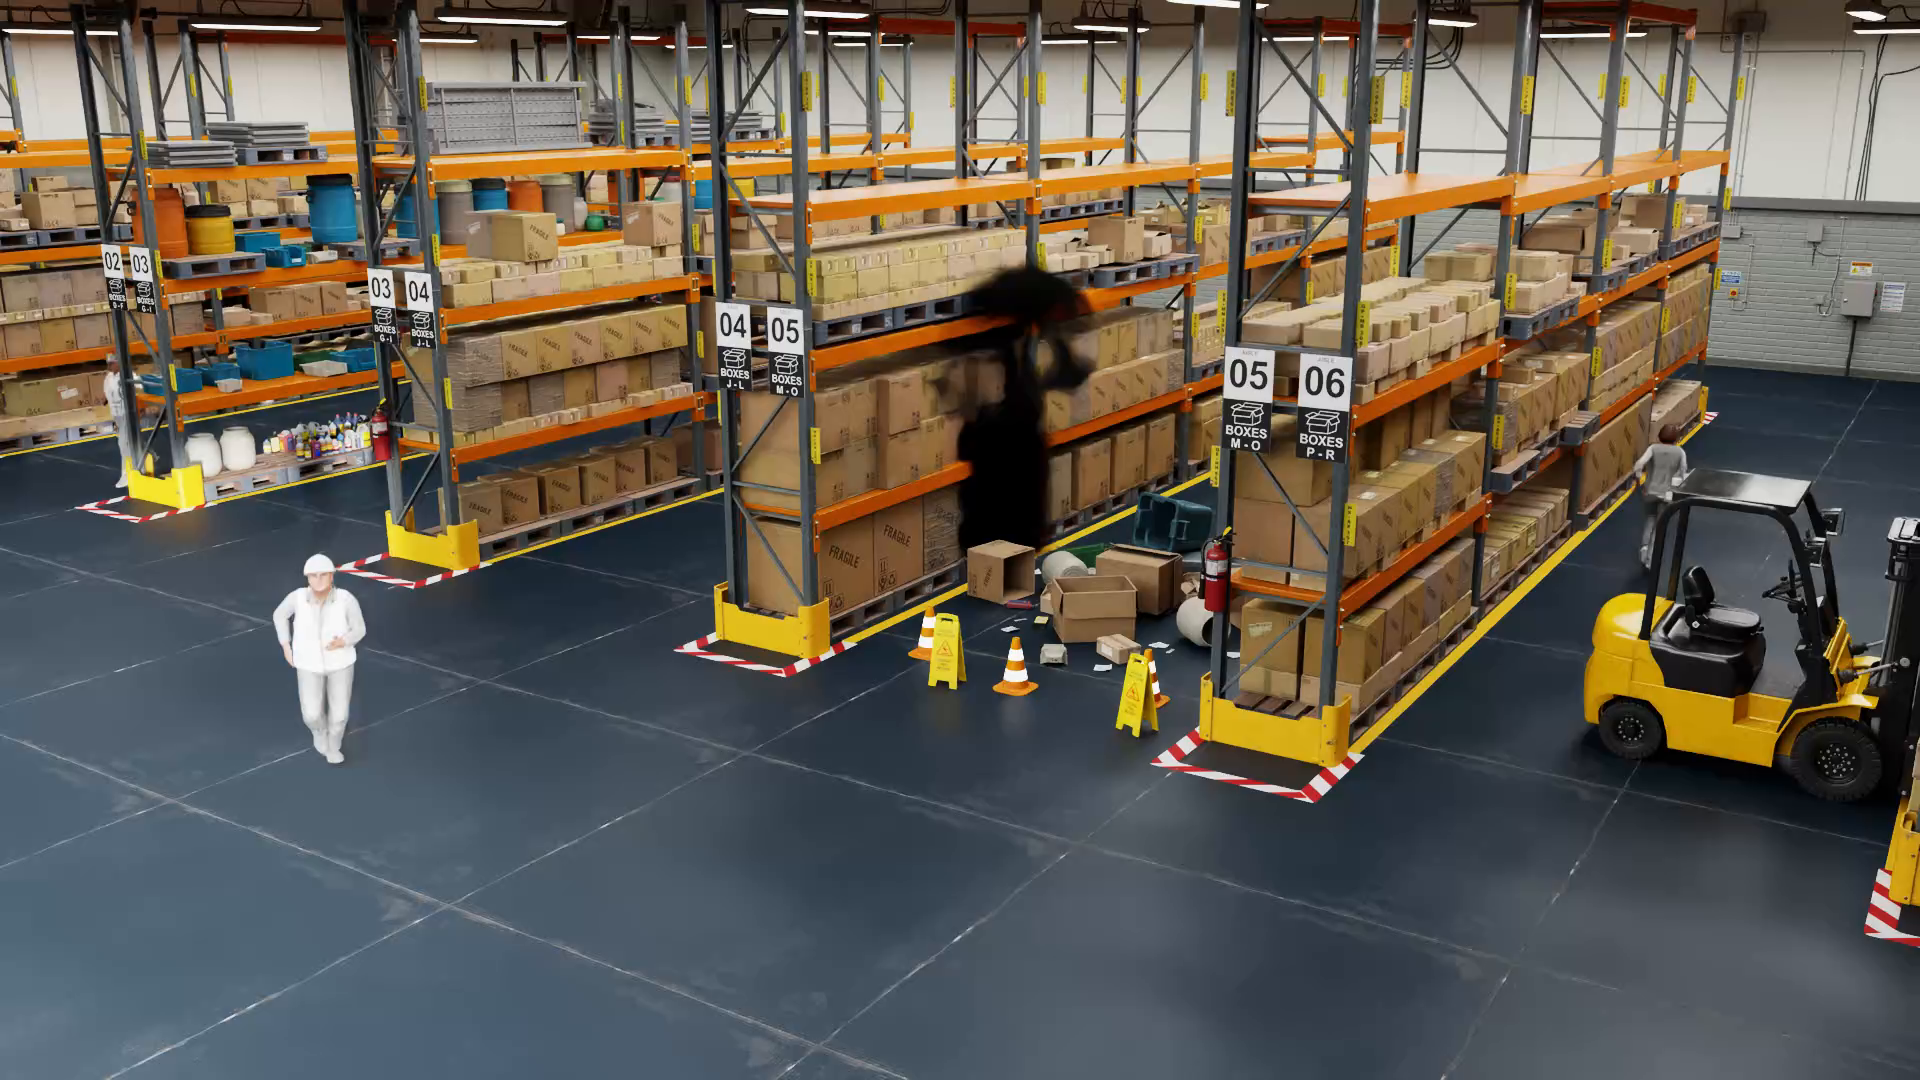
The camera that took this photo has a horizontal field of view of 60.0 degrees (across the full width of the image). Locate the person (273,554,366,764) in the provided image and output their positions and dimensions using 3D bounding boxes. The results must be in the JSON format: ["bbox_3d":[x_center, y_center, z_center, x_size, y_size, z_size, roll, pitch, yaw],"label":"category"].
[{"bbox_3d":[-4.825,0.934,12.609,0.647,1.707,0.670,-6,17,-19],"label":"person"}]

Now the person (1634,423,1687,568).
[{"bbox_3d":[7.555,-0.483,17.972,0.504,1.585,0.732,9,18,29],"label":"person"}]

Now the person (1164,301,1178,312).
[{"bbox_3d":[3.400,-2.964,26.704,0.708,1.764,0.824,7,17,24],"label":"person"}]

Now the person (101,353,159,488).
[{"bbox_3d":[-10.969,-1.629,21.919,0.582,1.726,0.871,6,17,20],"label":"person"}]
